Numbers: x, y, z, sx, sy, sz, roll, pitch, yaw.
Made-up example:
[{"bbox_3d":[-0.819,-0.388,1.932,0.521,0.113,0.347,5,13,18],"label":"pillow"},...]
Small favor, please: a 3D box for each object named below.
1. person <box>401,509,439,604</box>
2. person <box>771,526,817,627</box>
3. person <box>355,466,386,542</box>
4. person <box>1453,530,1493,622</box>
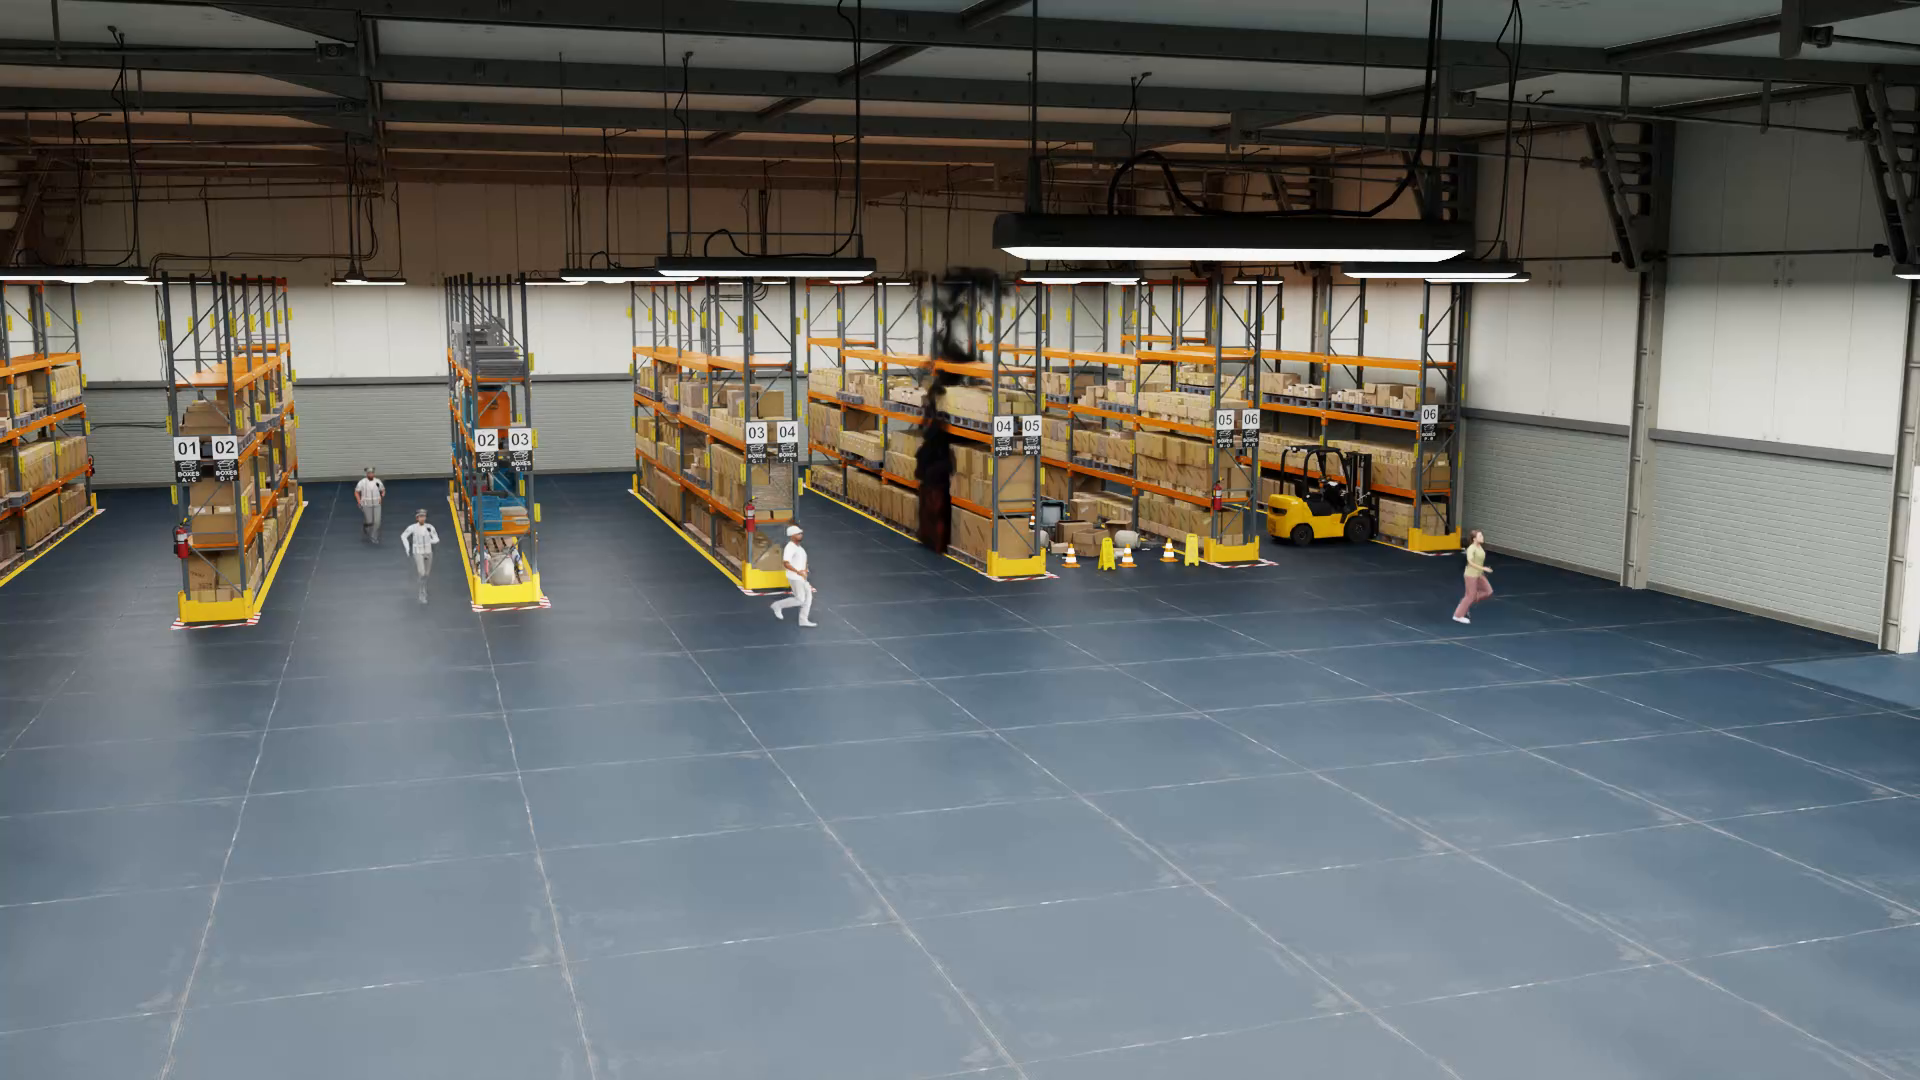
[{"bbox_3d":[-9.878,0.294,30.562,0.580,1.754,0.737,-7,11,-37],"label":"person"},{"bbox_3d":[-2.825,0.619,28.280,0.771,1.734,0.709,1,9,8],"label":"person"},{"bbox_3d":[-13.363,-0.814,37.765,0.667,1.738,0.598,-5,10,-29],"label":"person"},{"bbox_3d":[8.865,0.620,28.622,0.667,1.627,0.599,7,11,39],"label":"person"}]
